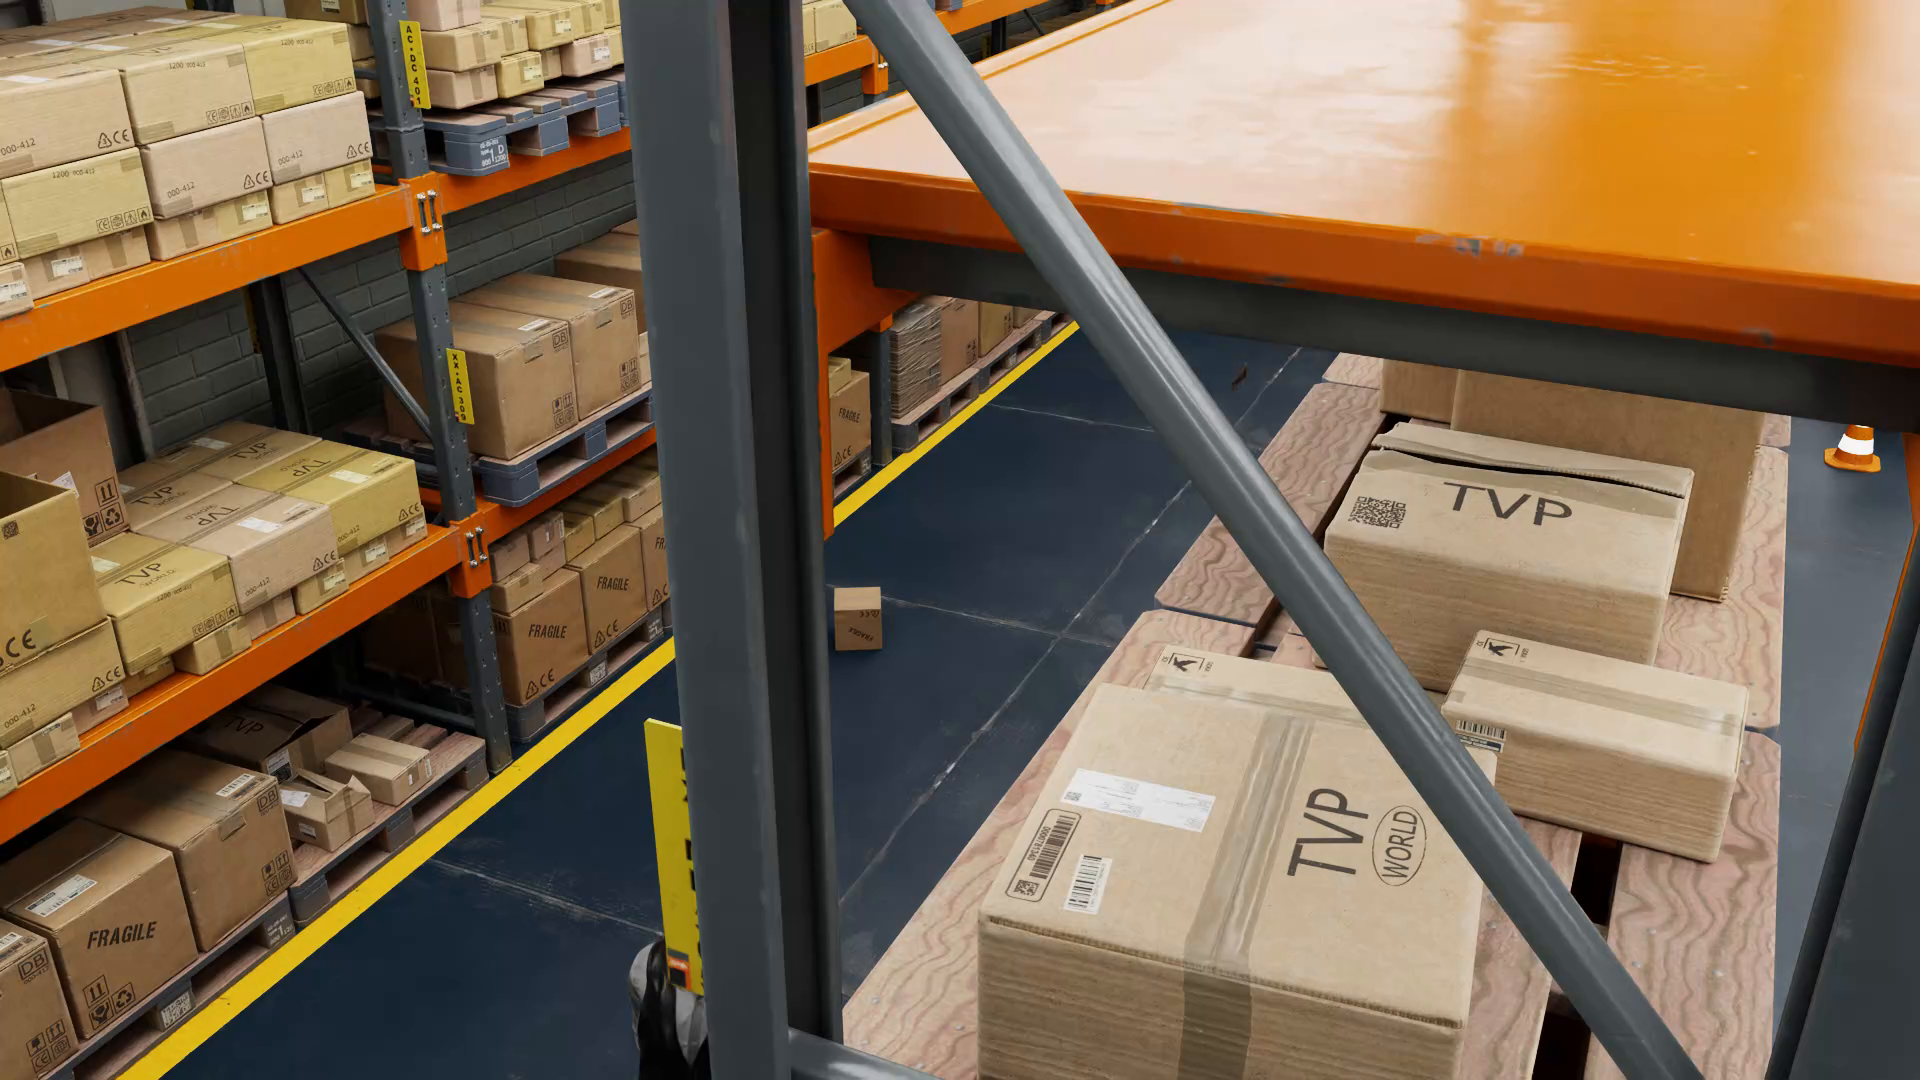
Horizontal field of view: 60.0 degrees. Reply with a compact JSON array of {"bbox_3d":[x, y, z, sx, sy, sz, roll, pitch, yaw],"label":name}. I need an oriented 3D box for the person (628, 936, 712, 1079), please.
[{"bbox_3d":[-0.683,1.749,4.625,0.545,1.595,0.926,3,26,7],"label":"person"}]
